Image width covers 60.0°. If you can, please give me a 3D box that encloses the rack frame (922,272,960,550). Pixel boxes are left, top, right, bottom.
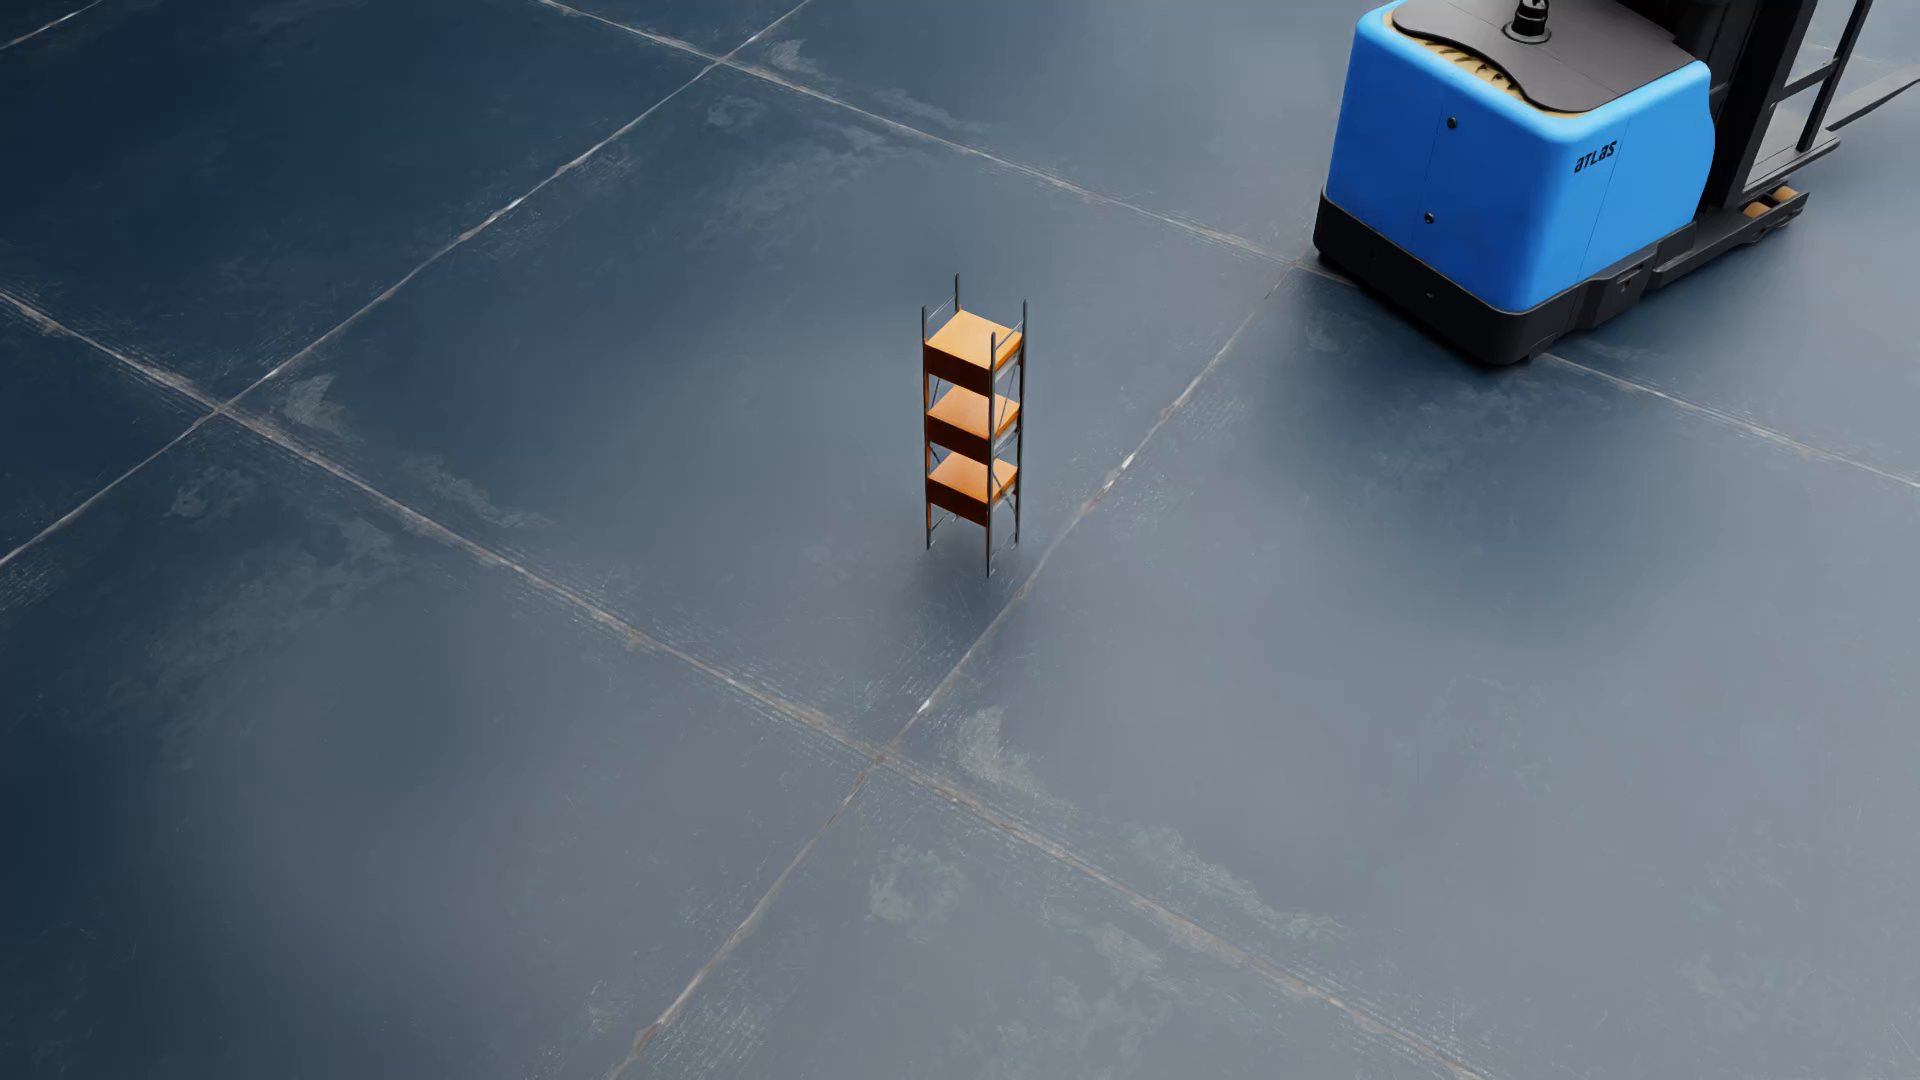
[{"bbox_3d":[-0.058,-0.392,5.399,0.008,1.050,0.200,25,51,22],"label":"rack frame"}]

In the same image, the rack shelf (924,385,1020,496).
[{"bbox_3d":[0.045,-0.338,5.361,0.240,0.259,0.215,25,51,22],"label":"rack shelf"}]

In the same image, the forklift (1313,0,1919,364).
[{"bbox_3d":[2.944,-2.545,6.179,3.031,2.935,1.130,-27,52,-24],"label":"forklift"}]

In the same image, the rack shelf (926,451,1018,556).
[{"bbox_3d":[0.045,-0.144,5.560,0.240,0.259,0.215,25,51,22],"label":"rack shelf"}]

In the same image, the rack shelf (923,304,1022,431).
[{"bbox_3d":[0.045,-0.536,5.157,0.240,0.259,0.215,25,51,22],"label":"rack shelf"}]

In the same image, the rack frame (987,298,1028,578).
[{"bbox_3d":[0.148,-0.298,5.307,0.008,1.050,0.200,25,51,22],"label":"rack frame"}]

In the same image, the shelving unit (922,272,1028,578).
[{"bbox_3d":[0.045,-0.345,5.353,0.252,1.050,0.215,25,51,22],"label":"shelving unit"}]
